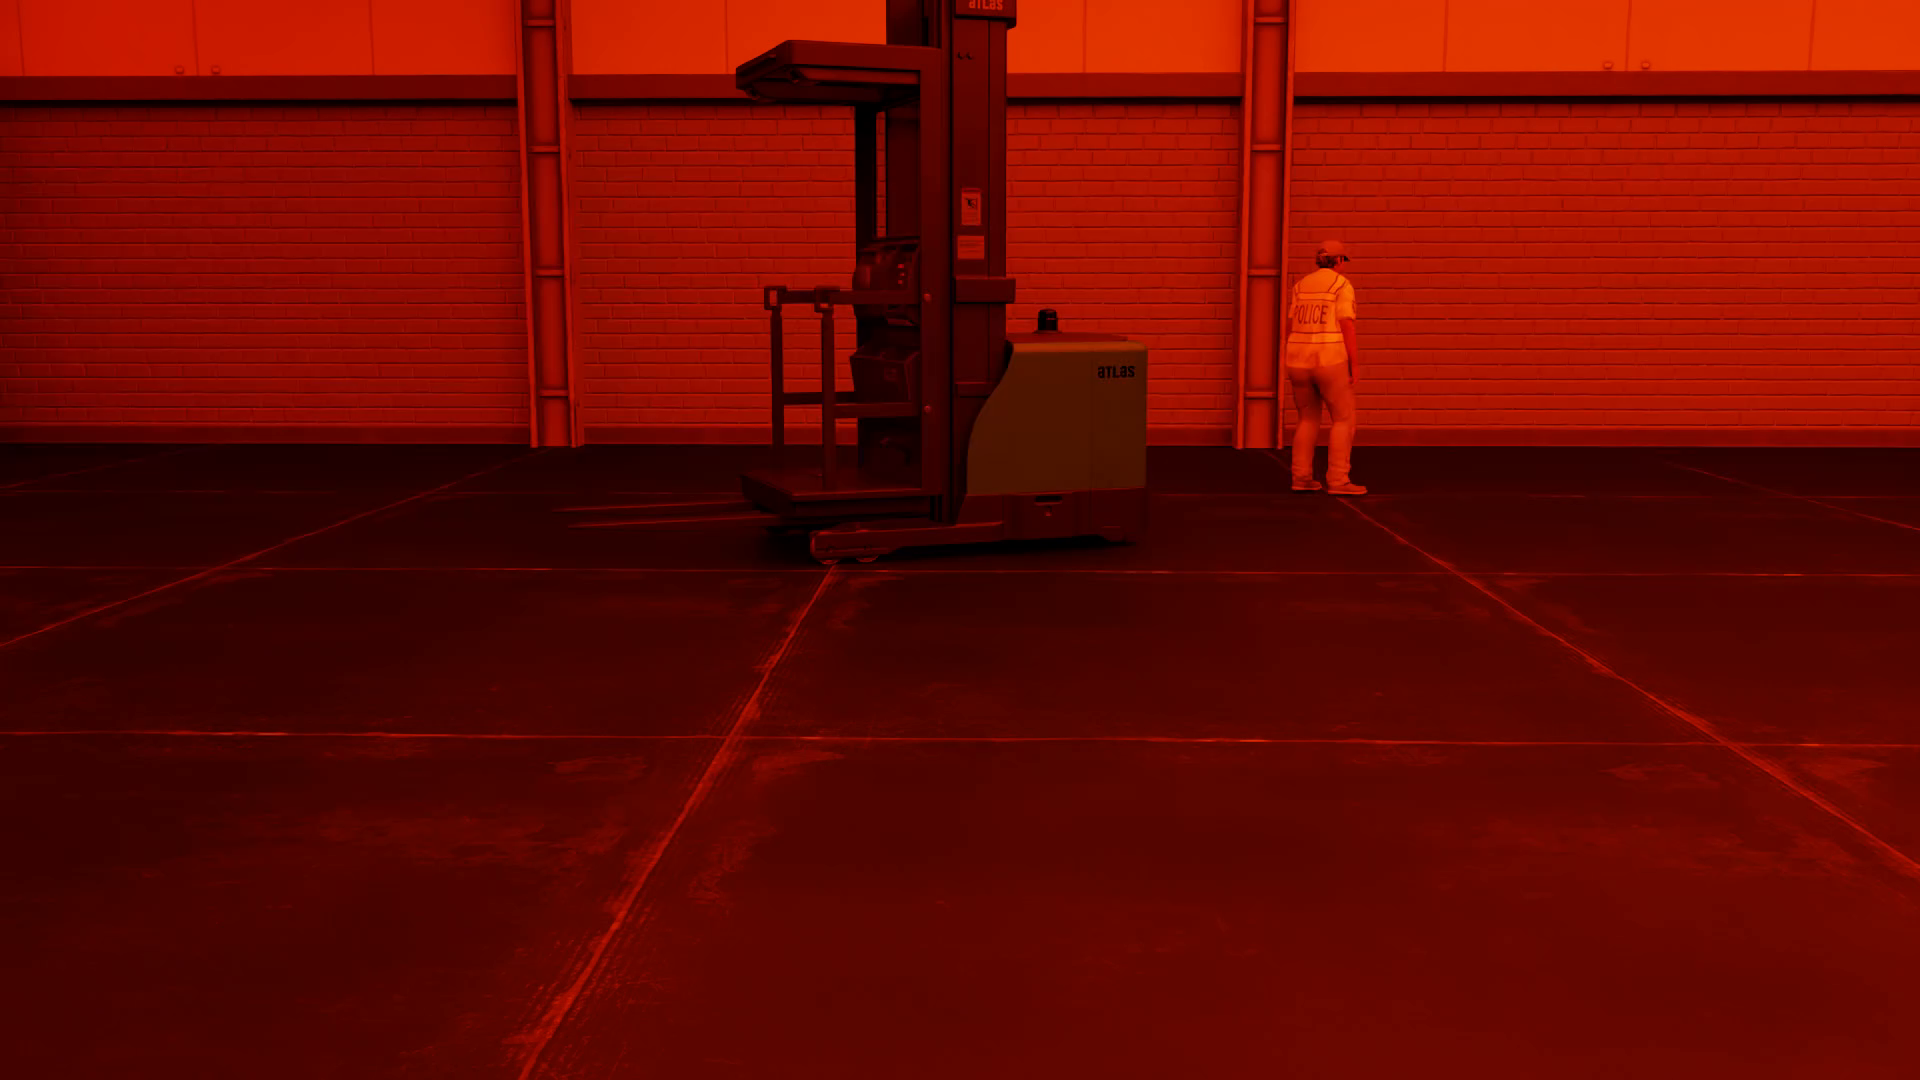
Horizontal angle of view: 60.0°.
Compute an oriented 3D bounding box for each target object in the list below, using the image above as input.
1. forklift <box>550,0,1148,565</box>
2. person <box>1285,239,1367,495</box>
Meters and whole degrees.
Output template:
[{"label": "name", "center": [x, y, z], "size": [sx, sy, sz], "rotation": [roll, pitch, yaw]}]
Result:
[{"label": "forklift", "center": [-0.569, -1.416, 8.568], "size": [3.031, 2.935, 1.130], "rotation": [-3, 9, -20]}, {"label": "person", "center": [2.411, -1.137, 10.946], "size": [0.470, 1.664, 0.549], "rotation": [-8, 12, -41]}]
